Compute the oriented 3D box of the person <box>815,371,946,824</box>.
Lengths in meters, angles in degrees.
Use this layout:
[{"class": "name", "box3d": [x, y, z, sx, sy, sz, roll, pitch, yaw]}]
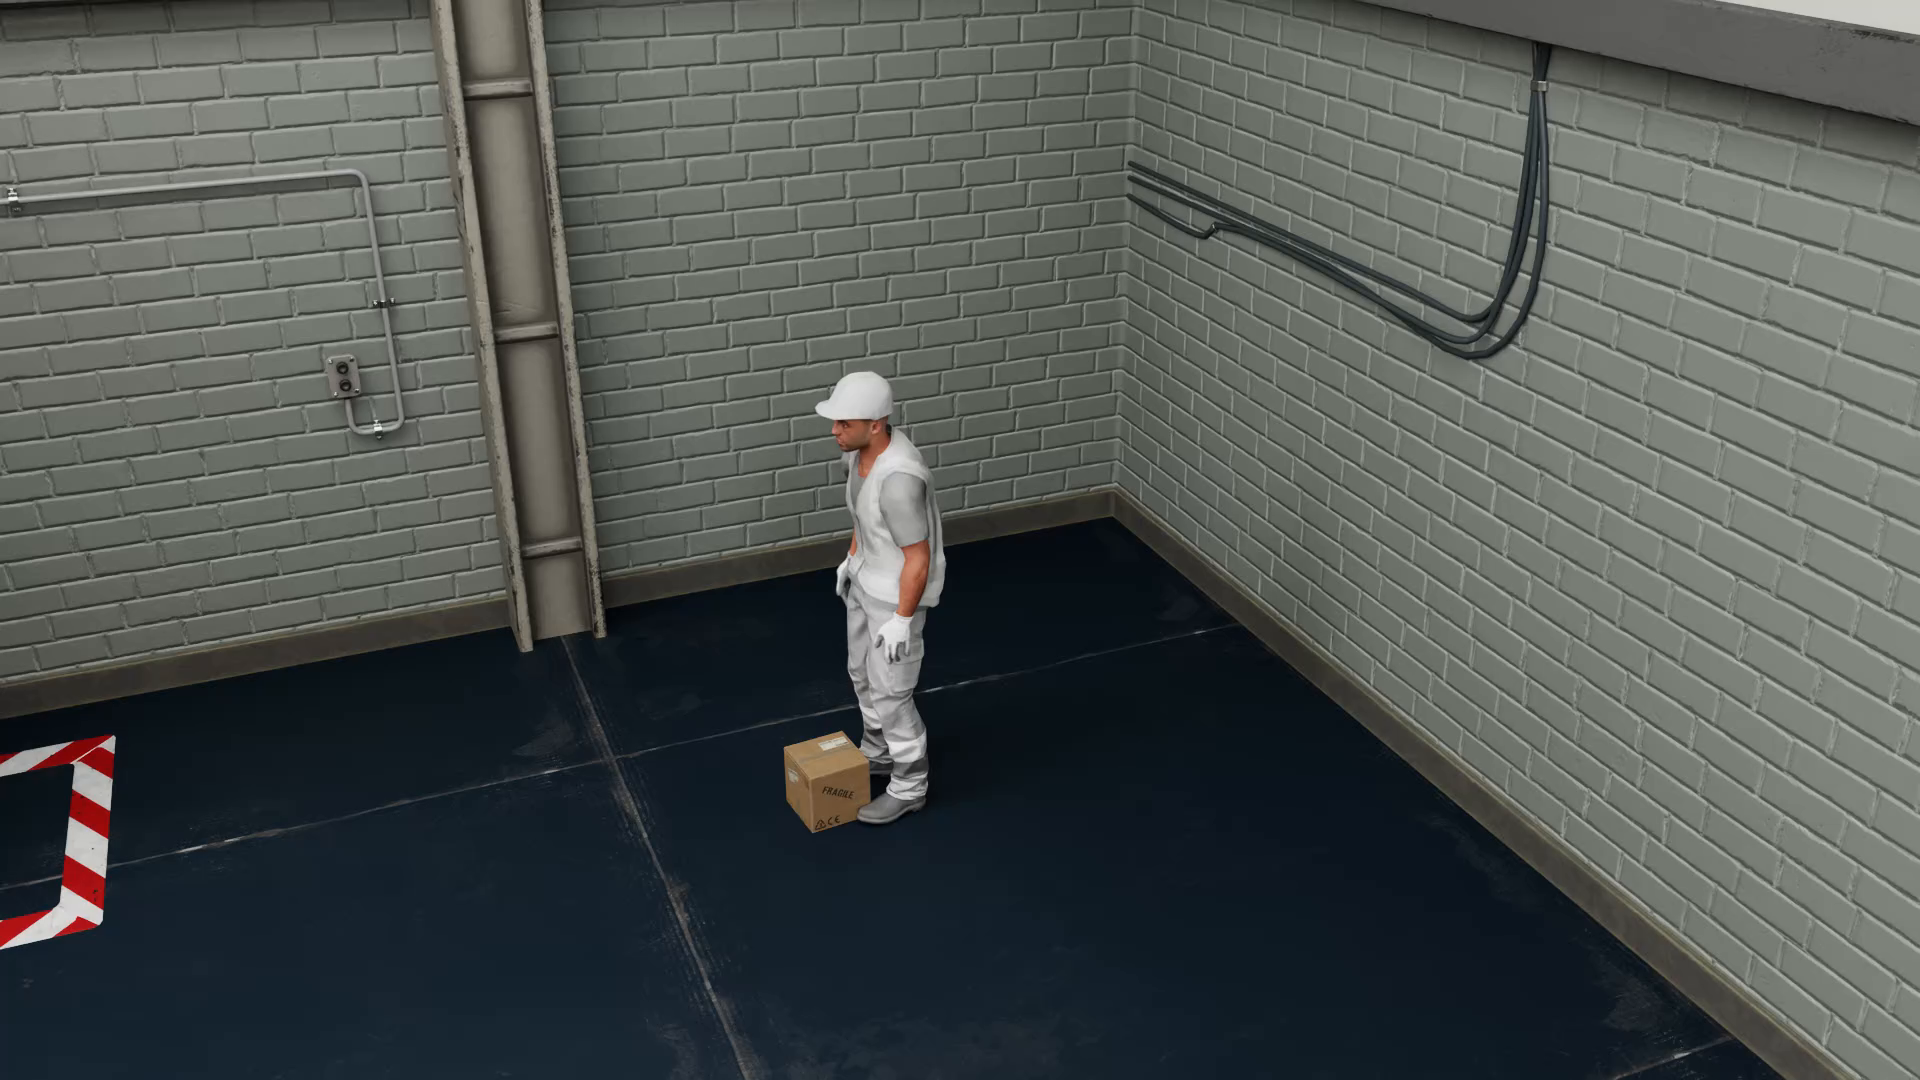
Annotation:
[{"class": "person", "box3d": [-0.298, 0.206, 6.166, 0.448, 1.779, 0.609, -10, 28, -20]}]
